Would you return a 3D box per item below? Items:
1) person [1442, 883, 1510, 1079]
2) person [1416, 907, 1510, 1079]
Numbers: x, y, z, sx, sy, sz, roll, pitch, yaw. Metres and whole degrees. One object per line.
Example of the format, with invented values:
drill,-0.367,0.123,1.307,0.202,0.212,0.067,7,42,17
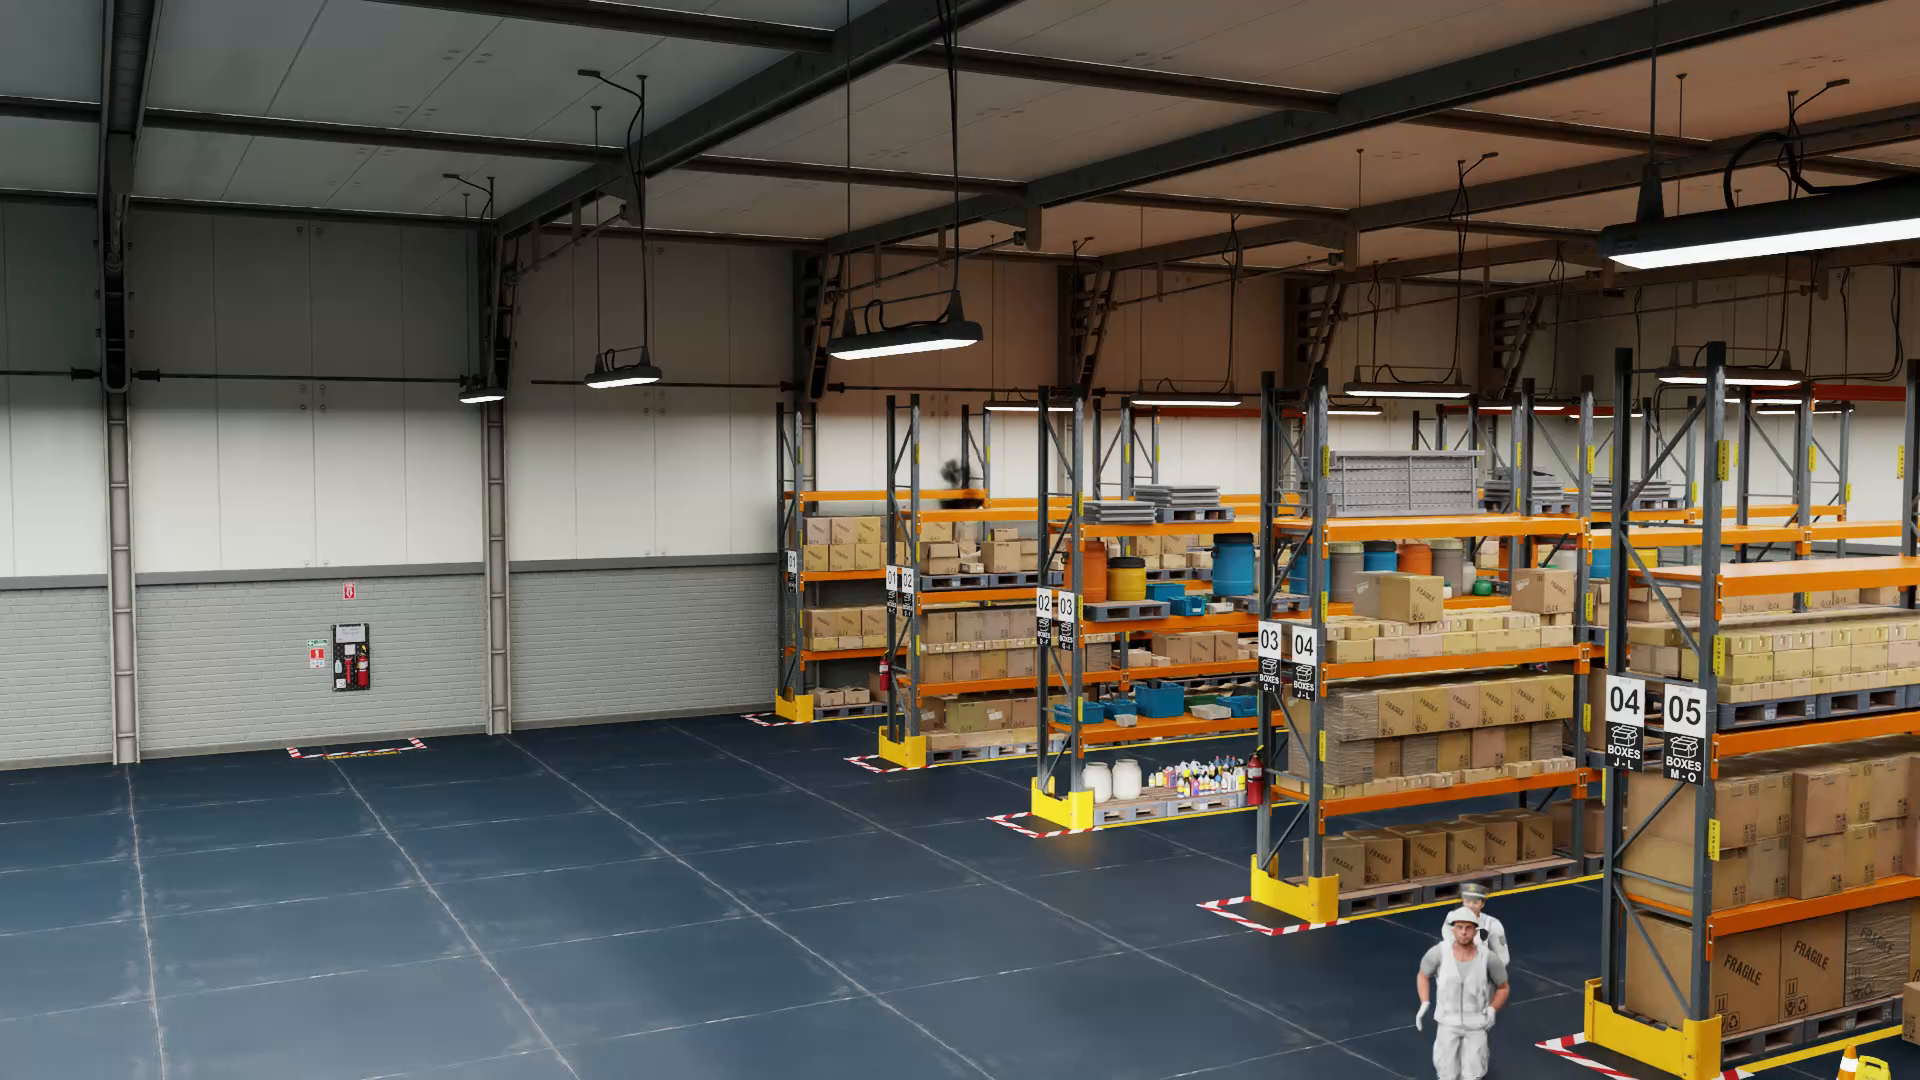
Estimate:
person,4.134,3.572,13.371,0.547,1.729,0.845,1,3,22
person,3.740,3.599,12.389,0.649,1.744,0.603,1,3,17
